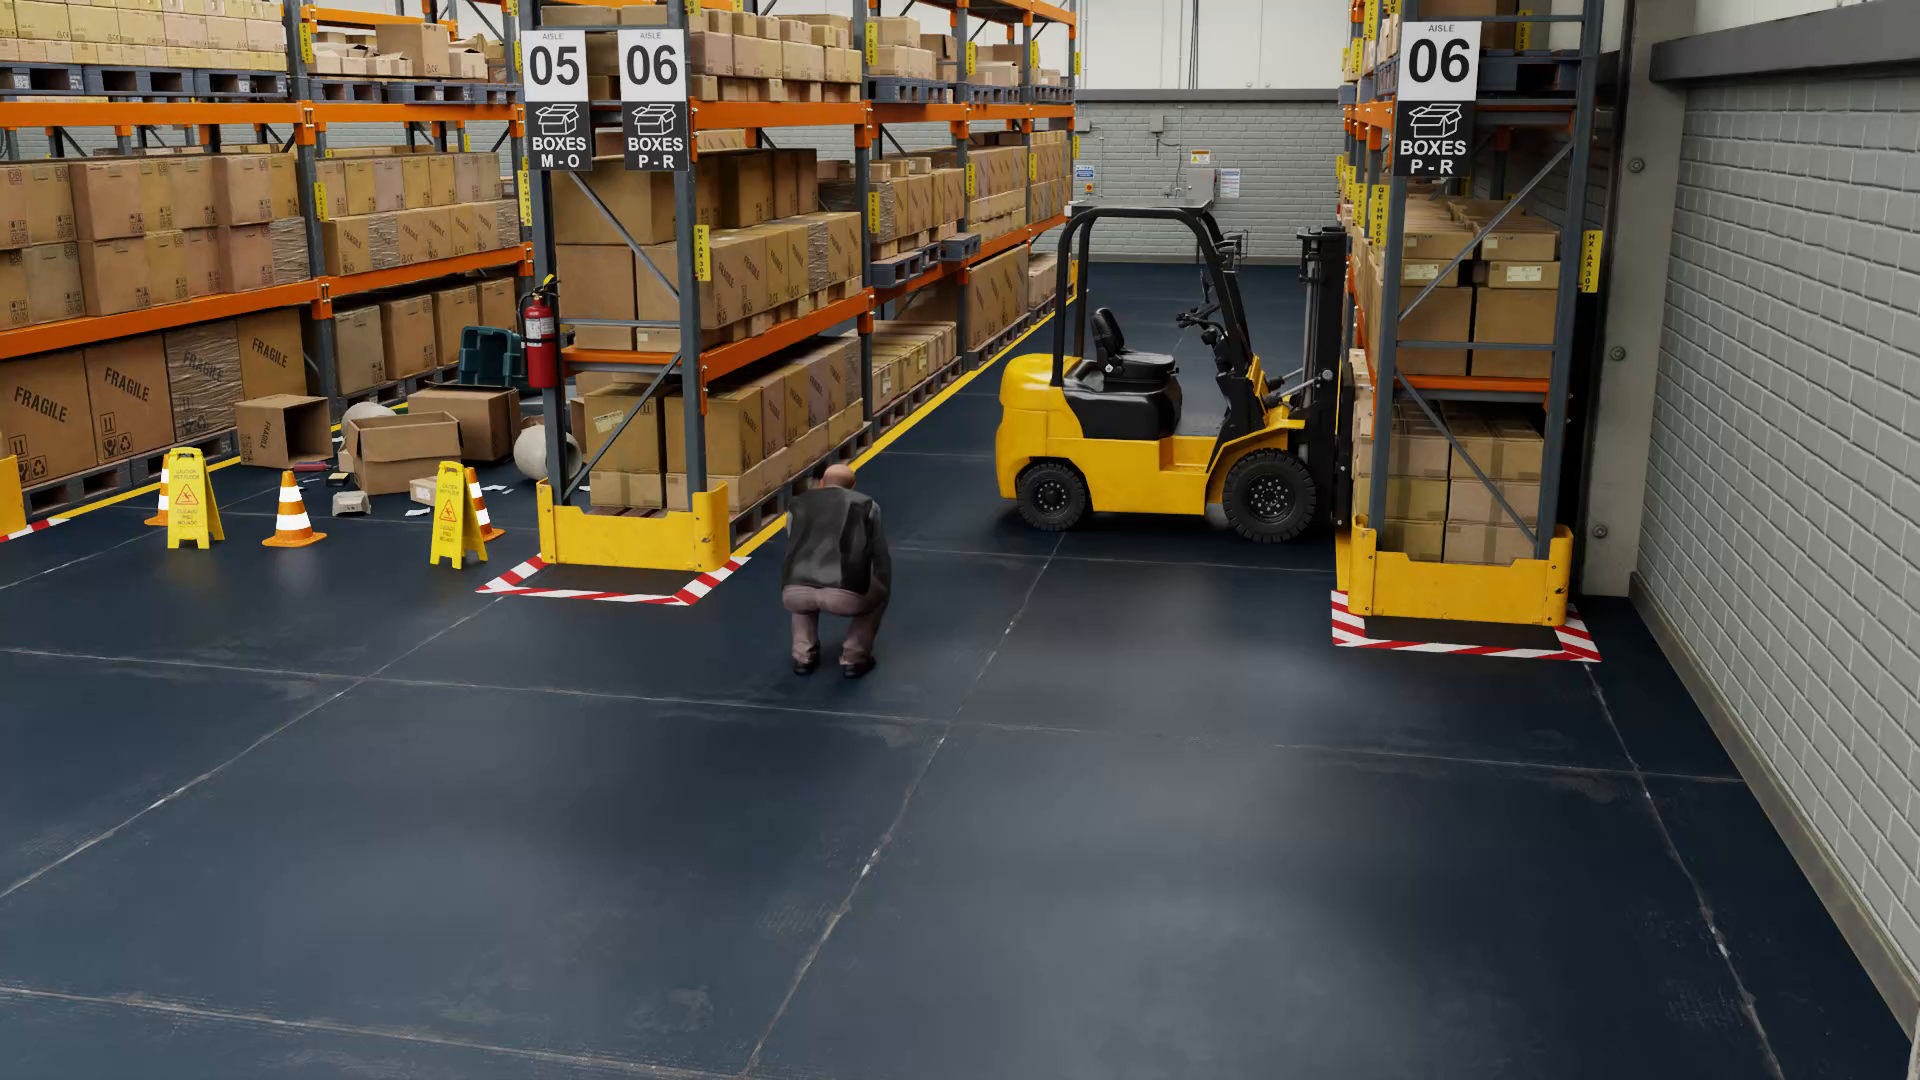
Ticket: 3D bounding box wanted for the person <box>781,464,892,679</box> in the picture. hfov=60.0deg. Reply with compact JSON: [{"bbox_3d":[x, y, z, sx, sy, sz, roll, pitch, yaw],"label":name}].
[{"bbox_3d":[-0.645,0.127,8.463,0.539,0.923,0.873,3,15,11],"label":"person"}]
